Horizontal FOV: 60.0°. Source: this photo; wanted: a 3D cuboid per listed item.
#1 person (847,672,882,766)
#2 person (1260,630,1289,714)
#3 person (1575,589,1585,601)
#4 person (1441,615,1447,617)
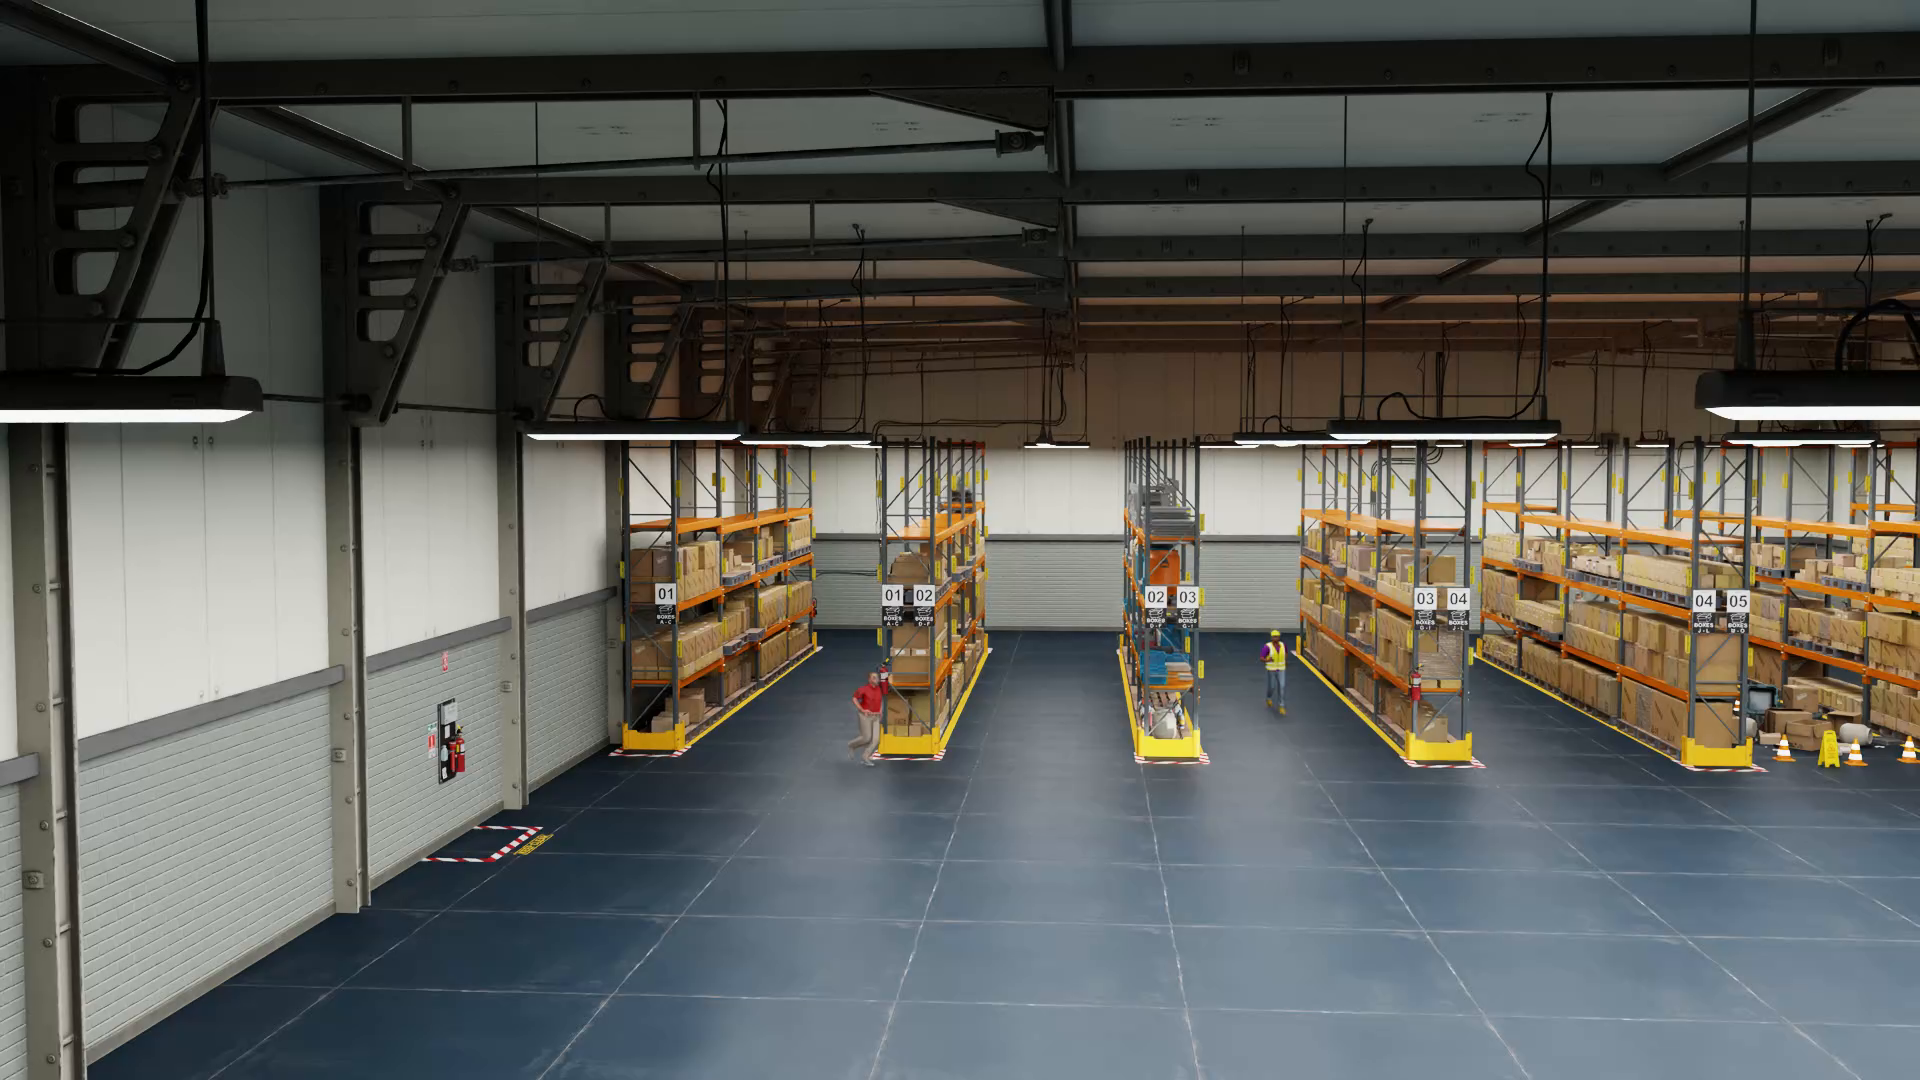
[{"bbox_3d":[-1.695,3.265,30.522,0.676,1.687,0.601,-3,4,-44],"label":"person"},{"bbox_3d":[6.919,2.872,36.514,0.694,1.788,0.957,0,3,-5],"label":"person"},{"bbox_3d":[17.615,2.316,47.394,0.762,1.847,0.631,0,3,-4],"label":"person"},{"bbox_3d":[13.202,2.435,46.039,0.768,1.675,0.856,2,4,31],"label":"person"}]
